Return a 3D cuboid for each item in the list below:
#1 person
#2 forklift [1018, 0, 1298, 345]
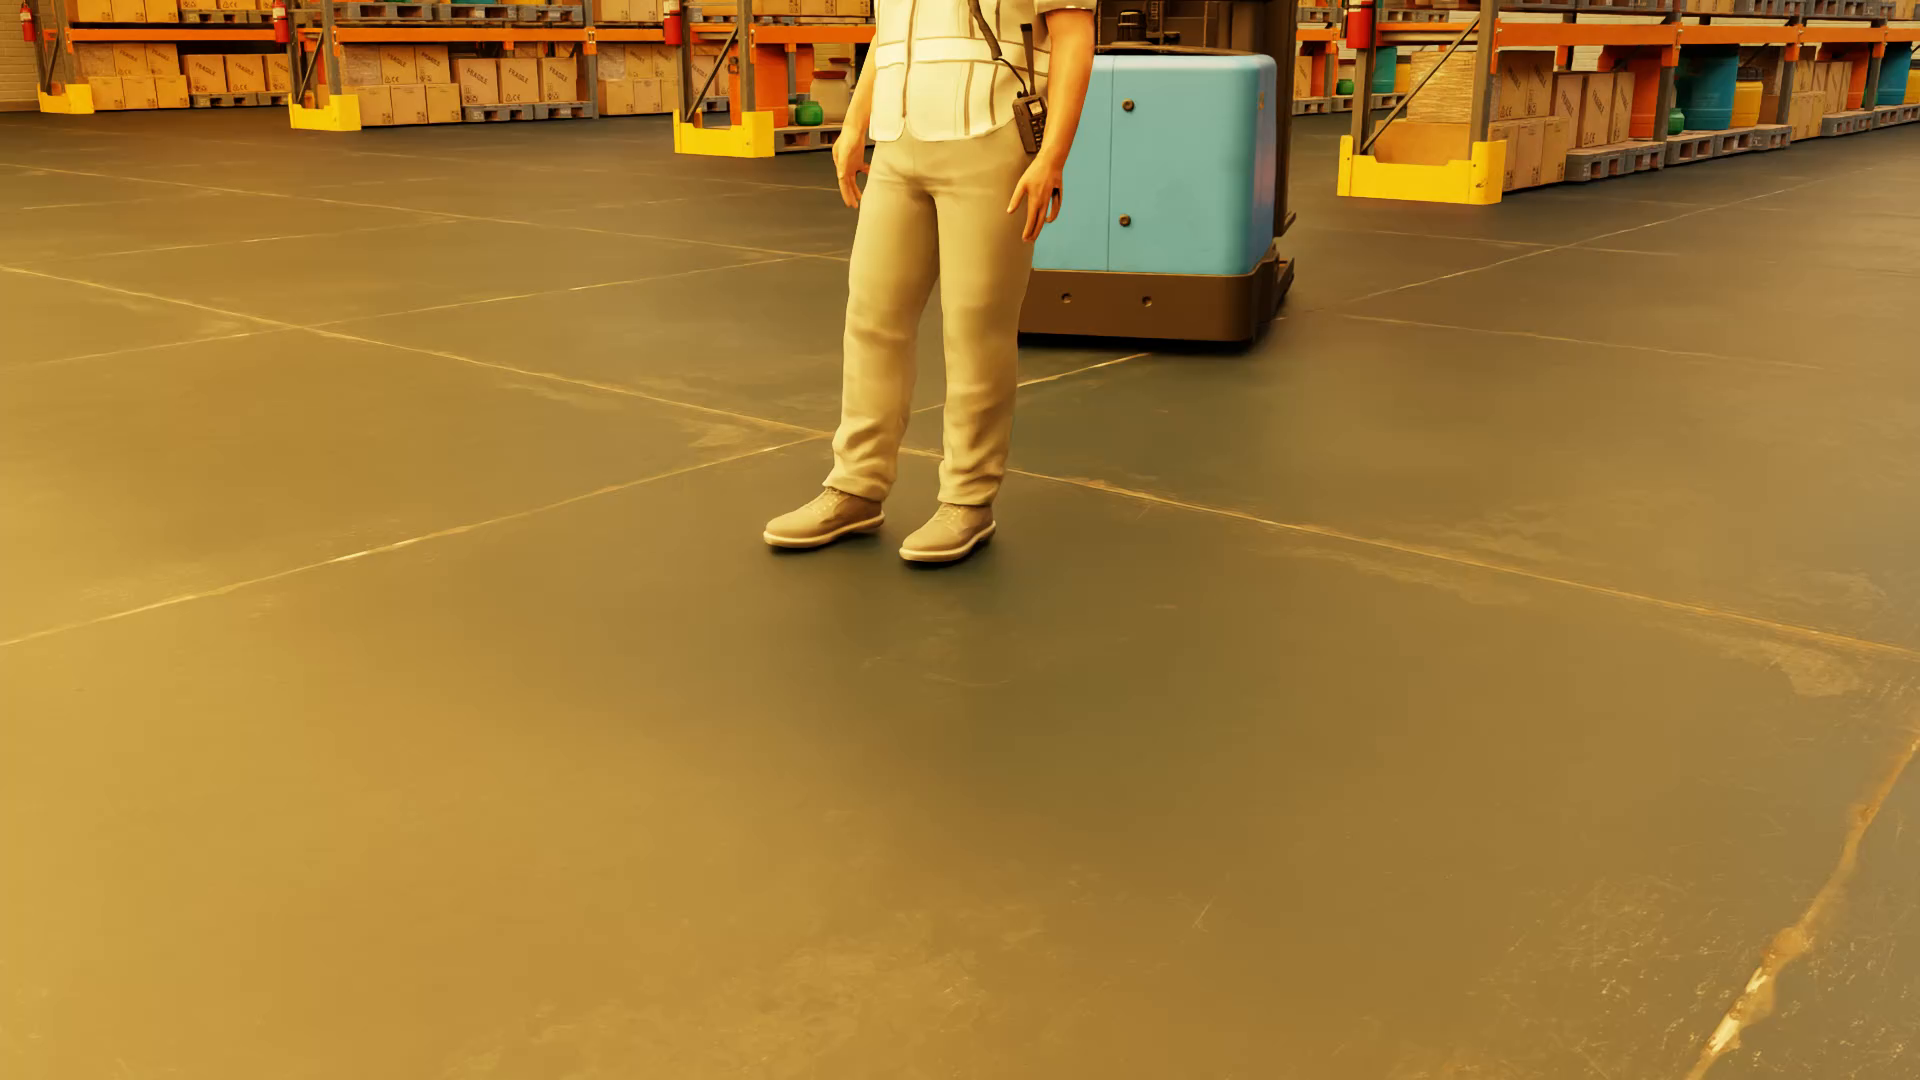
[{"bbox_3d":[-0.059,-0.845,3.630,0.641,1.780,0.574,13,21,37],"label":"person"},{"bbox_3d":[0.933,-2.516,7.184,1.130,2.935,3.031,4,17,14],"label":"forklift"}]
